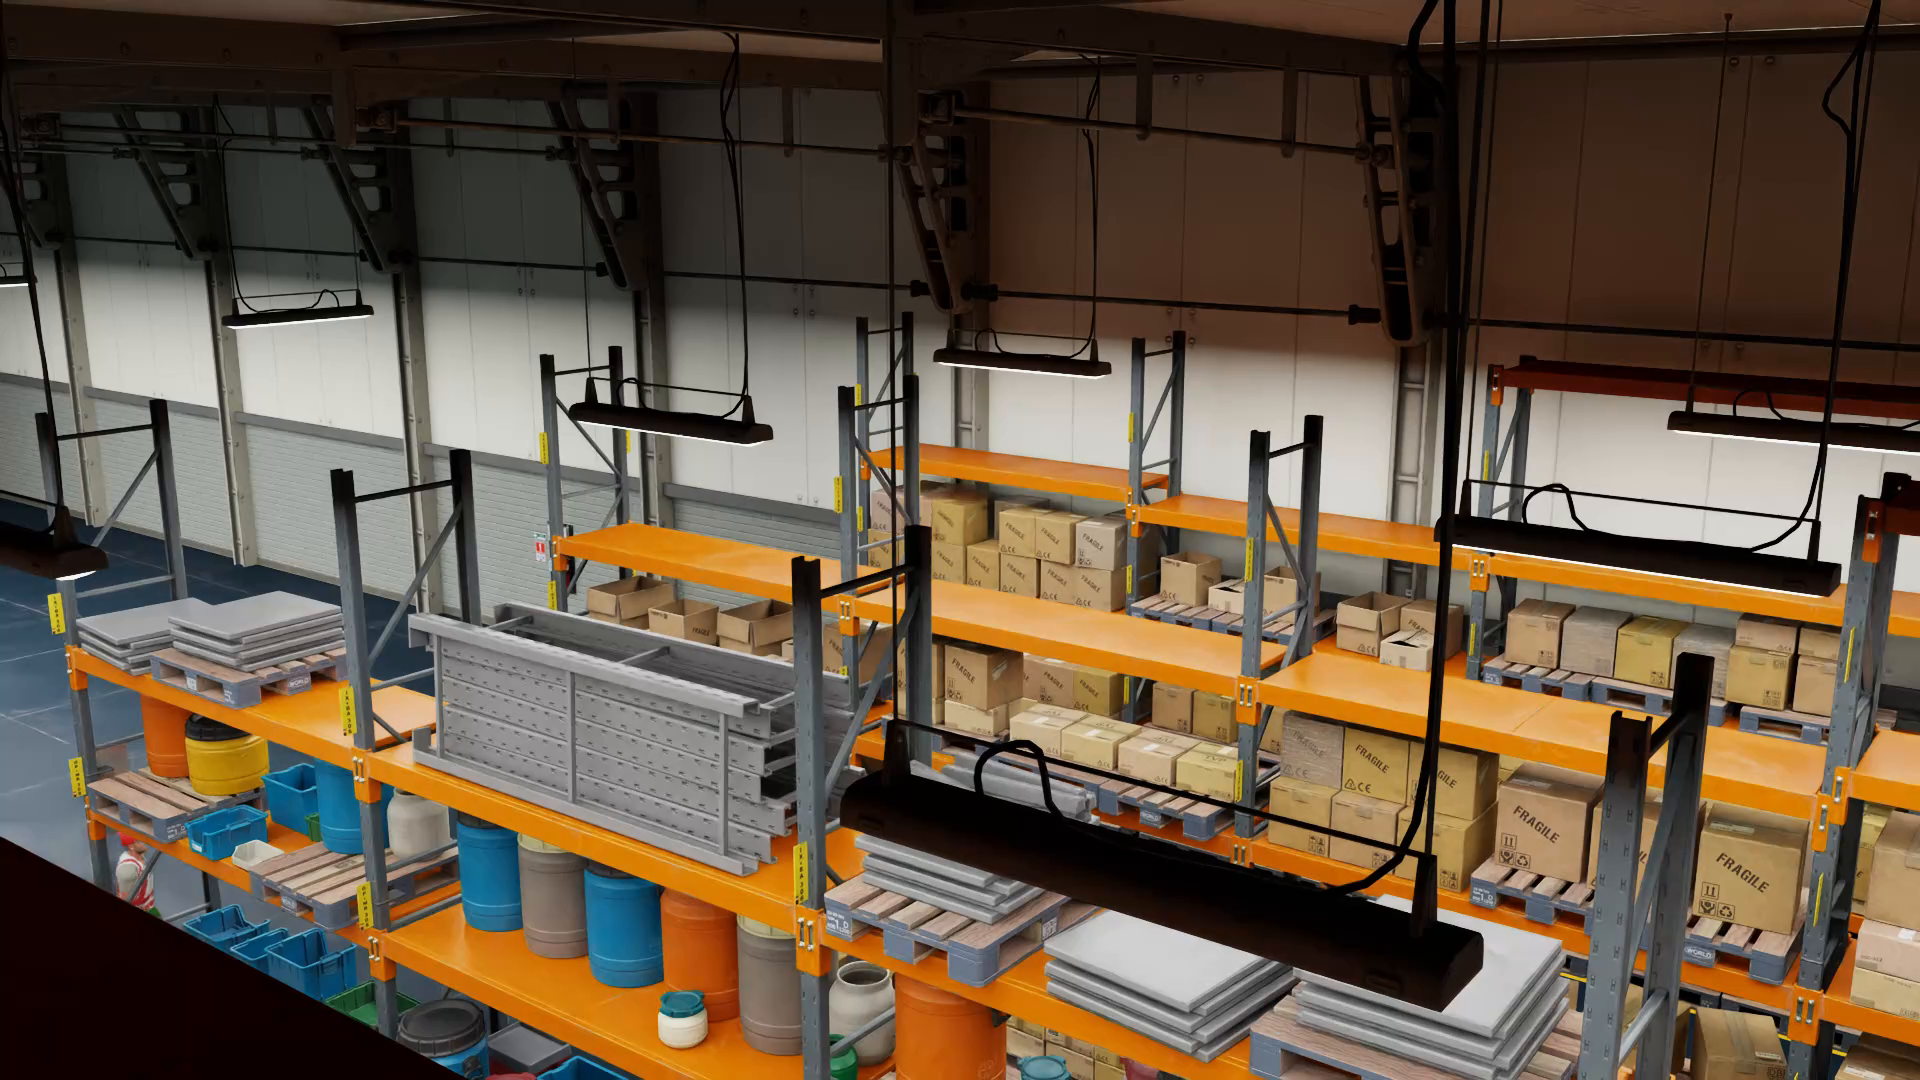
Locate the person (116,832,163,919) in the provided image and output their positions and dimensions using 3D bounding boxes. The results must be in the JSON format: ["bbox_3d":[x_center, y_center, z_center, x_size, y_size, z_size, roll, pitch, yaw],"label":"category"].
[{"bbox_3d":[-7.954,3.588,15.969,1.027,1.751,0.532,0,13,2],"label":"person"}]

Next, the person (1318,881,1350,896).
[{"bbox_3d":[3.508,3.812,15.342,0.598,1.583,0.699,-12,18,-43],"label":"person"}]
